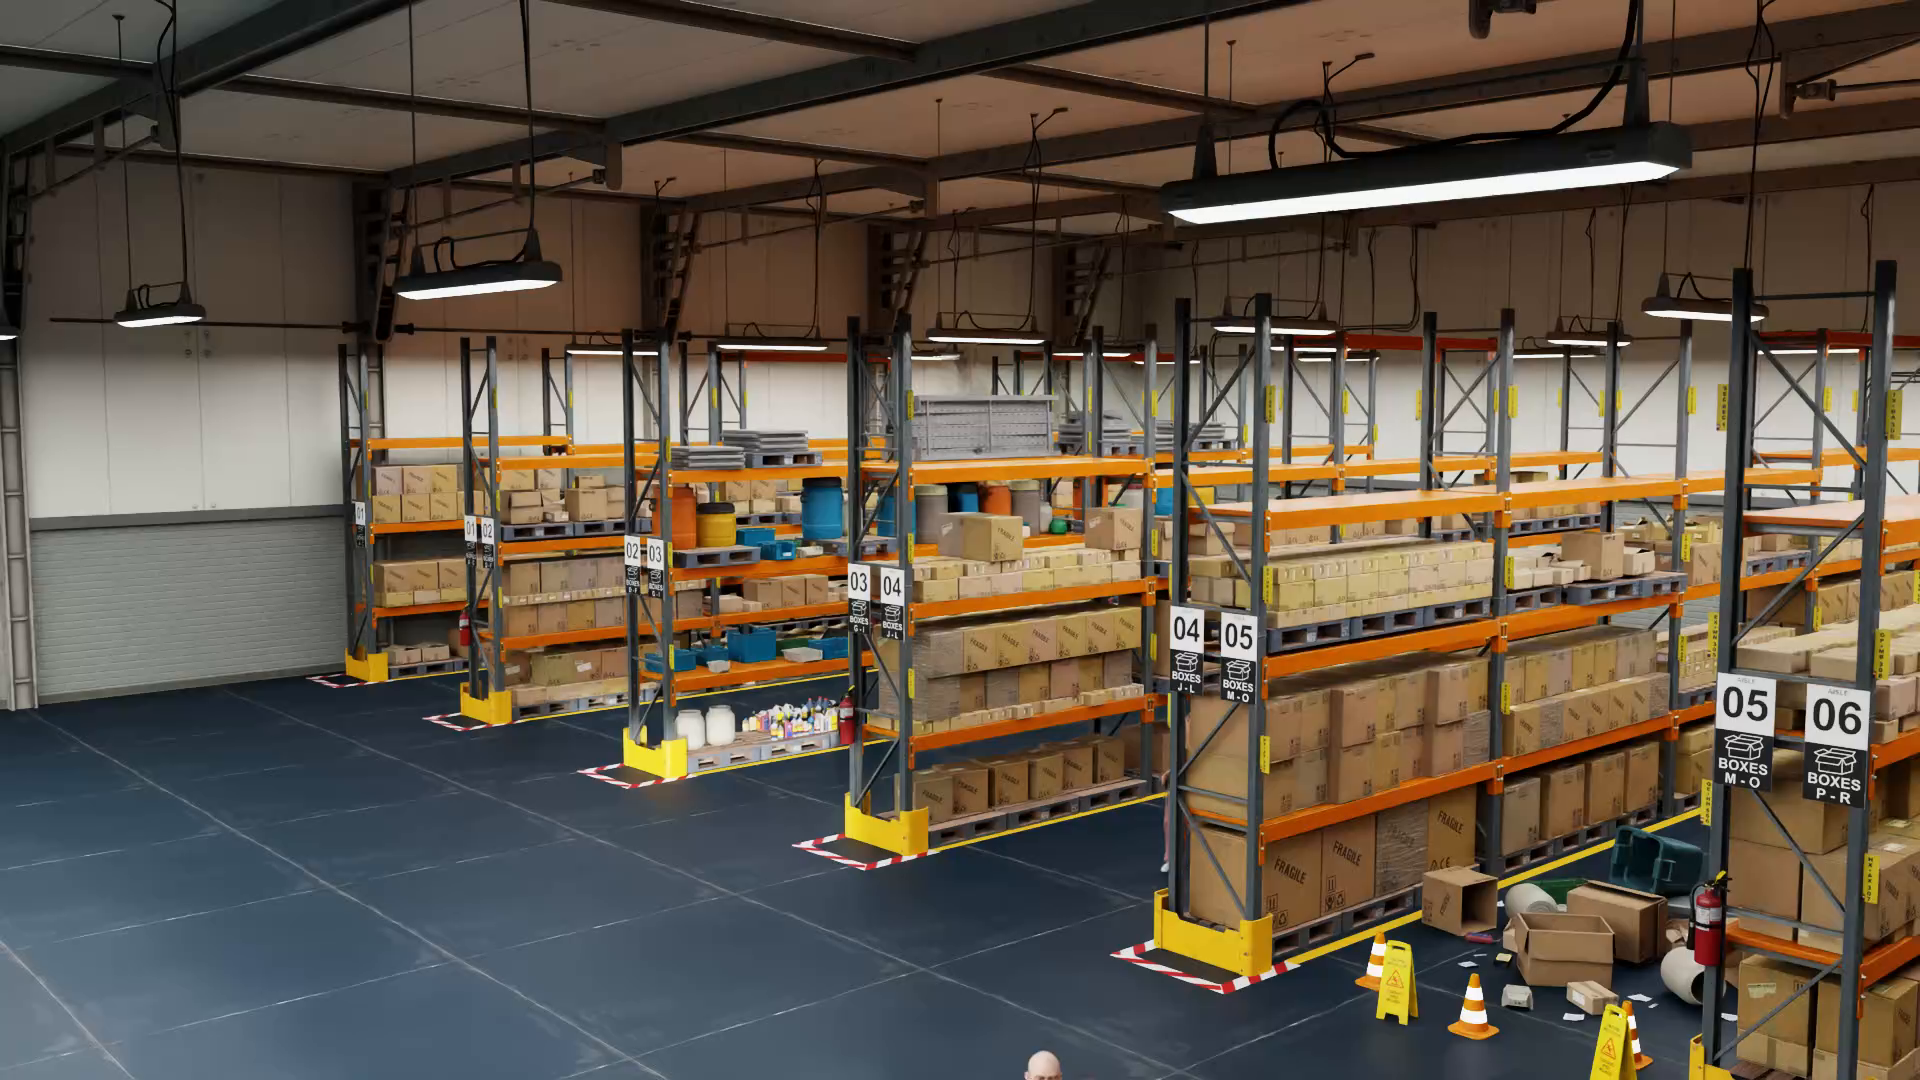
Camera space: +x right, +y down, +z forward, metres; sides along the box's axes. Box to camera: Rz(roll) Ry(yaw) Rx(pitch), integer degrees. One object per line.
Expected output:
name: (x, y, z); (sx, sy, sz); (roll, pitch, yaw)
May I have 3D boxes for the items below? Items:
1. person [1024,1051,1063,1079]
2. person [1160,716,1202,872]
person: (0.475, 3.505, 8.692); (0.753, 1.766, 0.882); (0, 5, 0)
person: (2.437, 2.717, 18.013); (0.586, 1.645, 0.923); (4, 6, 36)
